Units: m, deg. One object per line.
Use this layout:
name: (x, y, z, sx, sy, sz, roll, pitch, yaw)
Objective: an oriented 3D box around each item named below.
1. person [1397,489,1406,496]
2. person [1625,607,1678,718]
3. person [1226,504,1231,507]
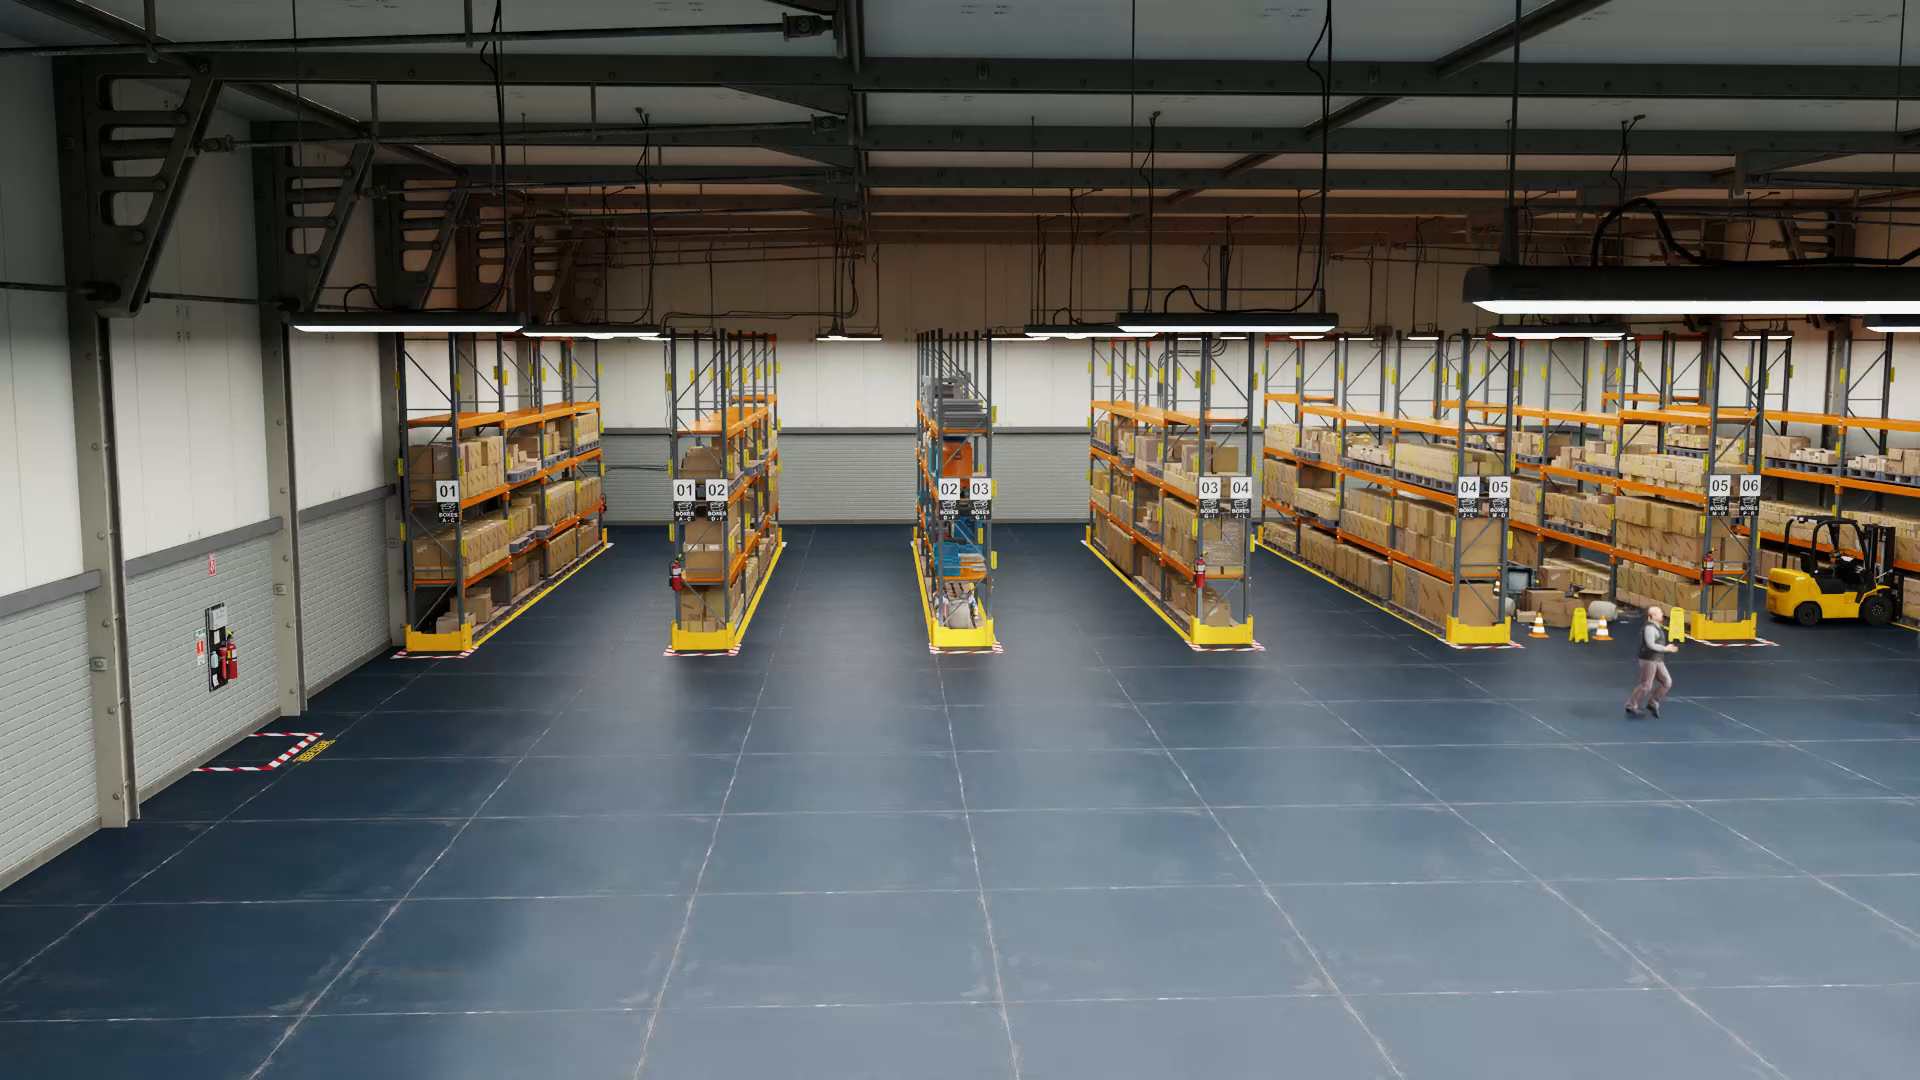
person: (13.034, -0.925, 49.464, 0.873, 1.684, 0.646, 0, 7, 1)
person: (10.606, 1.896, 25.457, 0.726, 1.774, 0.669, 4, 8, 33)
person: (7.395, -0.655, 47.280, 0.641, 1.673, 0.679, 3, 8, 27)
